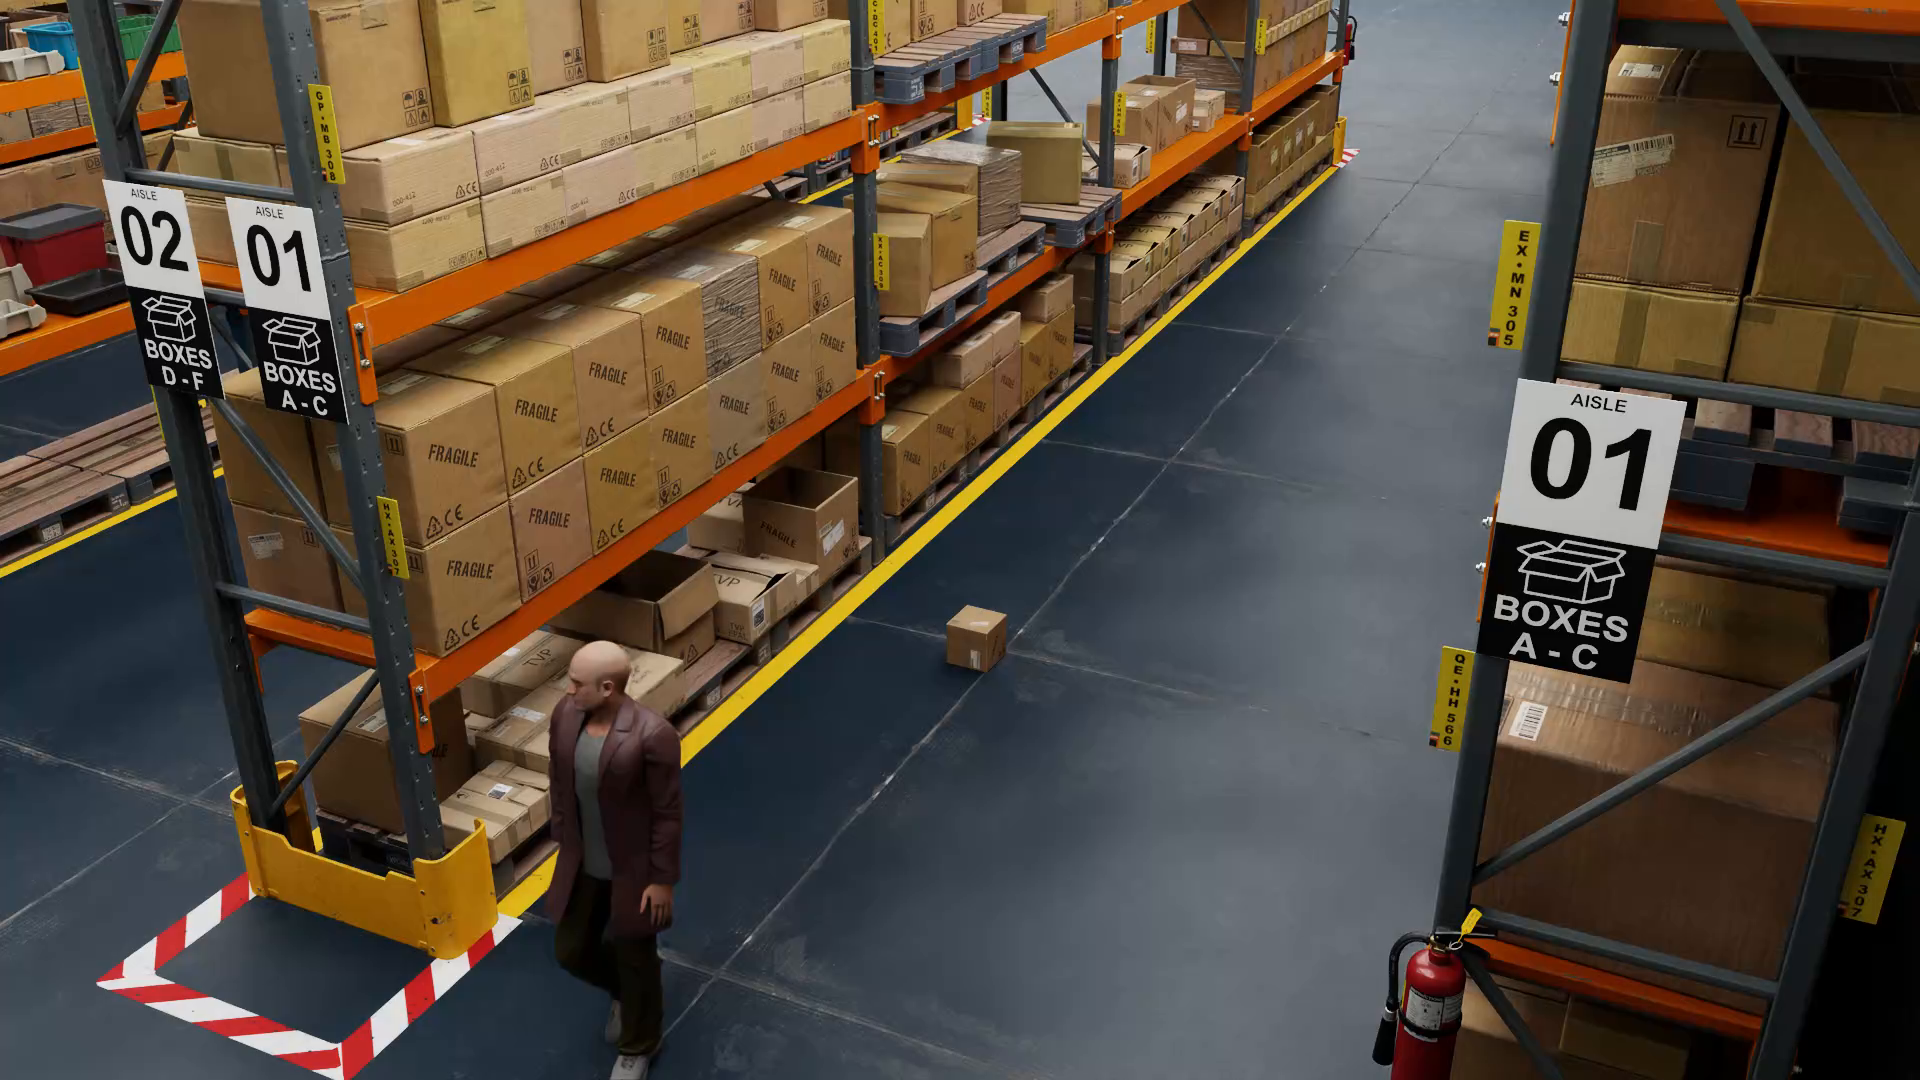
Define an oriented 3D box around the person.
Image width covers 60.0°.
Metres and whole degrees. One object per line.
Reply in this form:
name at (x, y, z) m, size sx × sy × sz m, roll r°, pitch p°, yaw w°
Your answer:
person at (-1.278, 1.192, 6.120) m, size 0.594 × 1.794 × 0.578 m, roll 10°, pitch 27°, yaw 19°
